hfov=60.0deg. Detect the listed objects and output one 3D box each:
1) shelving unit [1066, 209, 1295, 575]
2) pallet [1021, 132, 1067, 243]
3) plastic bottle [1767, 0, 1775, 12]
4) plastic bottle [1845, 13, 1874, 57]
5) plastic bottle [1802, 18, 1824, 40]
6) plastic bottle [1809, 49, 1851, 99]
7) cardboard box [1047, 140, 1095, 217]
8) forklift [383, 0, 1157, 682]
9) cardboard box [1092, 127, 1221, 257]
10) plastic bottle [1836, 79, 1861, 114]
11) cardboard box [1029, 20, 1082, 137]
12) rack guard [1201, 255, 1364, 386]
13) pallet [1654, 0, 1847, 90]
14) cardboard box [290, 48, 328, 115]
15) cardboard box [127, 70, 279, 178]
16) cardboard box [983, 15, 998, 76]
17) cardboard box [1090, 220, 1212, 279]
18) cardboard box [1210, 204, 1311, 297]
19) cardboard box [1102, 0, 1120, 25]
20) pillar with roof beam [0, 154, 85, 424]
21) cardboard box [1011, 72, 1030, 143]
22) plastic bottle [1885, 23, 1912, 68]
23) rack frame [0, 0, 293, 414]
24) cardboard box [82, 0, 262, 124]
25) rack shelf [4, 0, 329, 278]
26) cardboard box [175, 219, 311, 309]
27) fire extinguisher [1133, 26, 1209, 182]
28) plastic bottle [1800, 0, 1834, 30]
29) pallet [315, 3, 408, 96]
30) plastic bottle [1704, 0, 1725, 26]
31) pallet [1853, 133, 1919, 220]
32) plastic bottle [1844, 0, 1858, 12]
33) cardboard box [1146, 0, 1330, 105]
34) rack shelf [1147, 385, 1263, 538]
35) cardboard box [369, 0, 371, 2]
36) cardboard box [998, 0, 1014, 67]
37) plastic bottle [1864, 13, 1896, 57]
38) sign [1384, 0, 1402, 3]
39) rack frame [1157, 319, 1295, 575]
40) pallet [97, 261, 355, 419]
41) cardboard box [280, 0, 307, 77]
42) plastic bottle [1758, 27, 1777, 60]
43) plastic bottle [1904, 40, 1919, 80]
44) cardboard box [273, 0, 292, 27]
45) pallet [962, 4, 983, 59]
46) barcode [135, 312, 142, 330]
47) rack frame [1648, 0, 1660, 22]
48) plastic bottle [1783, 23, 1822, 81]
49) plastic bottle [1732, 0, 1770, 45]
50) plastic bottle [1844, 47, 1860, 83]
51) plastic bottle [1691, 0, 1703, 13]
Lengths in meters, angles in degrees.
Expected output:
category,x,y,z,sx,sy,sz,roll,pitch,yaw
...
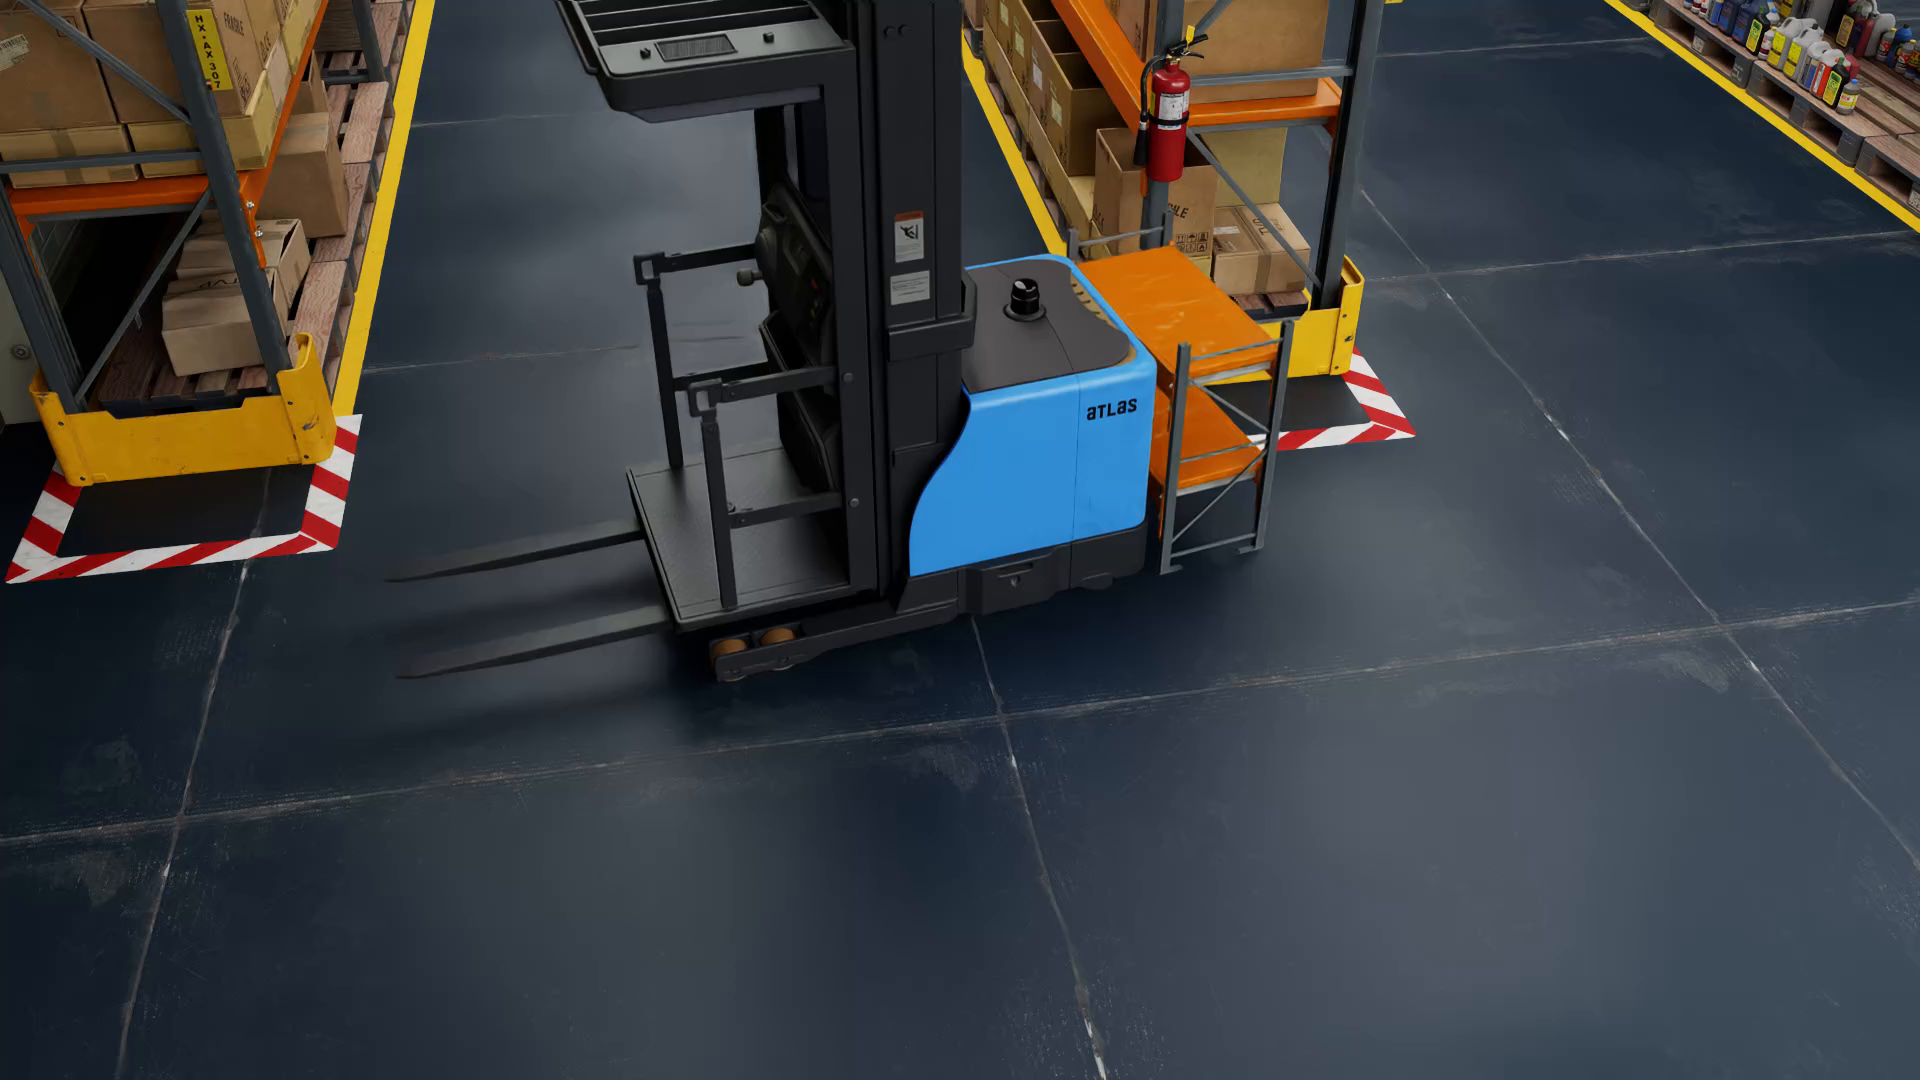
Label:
category,x,y,z,sx,sy,sz,roll,pitch,yaw
shelving unit,0.886,-0.650,7.170,0.538,1.125,1.048,-14,40,-17
pallet,0.975,-2.169,9.870,1.003,0.211,1.213,-6,38,-8
plastic bottle,5.414,-3.513,11.193,0.097,0.271,0.097,0,38,0
plastic bottle,5.944,-3.346,10.967,0.061,0.283,0.133,-6,38,-8
plastic bottle,5.519,-3.250,10.850,0.152,0.276,0.135,-6,38,-8
plastic bottle,5.467,-2.923,10.429,0.152,0.276,0.135,-6,38,-8
cardboard box,0.787,-2.052,9.345,0.500,0.250,0.500,-6,38,-8
forklift,-0.795,-0.969,6.108,3.031,2.935,1.130,-12,39,-15
cardboard box,0.974,-1.745,8.339,0.500,0.500,0.500,-6,38,-8
plastic bottle,5.485,-2.739,10.253,0.097,0.201,0.097,0,38,0
cardboard box,0.698,-2.650,9.504,0.500,0.500,0.500,-6,38,-8
rack guard,1.365,-1.076,8.227,1.175,0.500,0.348,-6,38,-8
pallet,5.614,-3.513,11.599,1.003,0.211,1.213,-6,38,-8
cardboard box,-3.995,-2.522,9.731,0.500,0.500,0.500,-9,39,-11
cardboard box,-3.288,-1.820,7.254,0.500,0.250,0.500,-7,38,-9
cardboard box,0.442,-3.261,10.901,0.500,0.250,0.500,-6,38,-8
cardboard box,0.976,-1.450,8.570,0.500,0.250,0.500,-6,38,-8
cardboard box,1.486,-1.505,8.642,0.500,0.250,0.500,-6,38,-8
cardboard box,1.113,-3.017,8.608,0.700,0.500,0.500,-6,38,-8
pillar with roof beam,-0.252,-4.704,5.970,9.100,9.000,0.400,-6,38,-8
cardboard box,0.608,-2.656,10.122,0.500,0.250,0.500,-6,38,-8
plastic bottle,6.114,-3.223,10.819,0.097,0.271,0.097,0,38,0
rack frame,-3.516,-1.542,6.790,1.000,3.000,0.127,-6,38,-8
cardboard box,-3.303,-2.108,7.013,0.500,0.500,0.500,-6,38,-8
rack shelf,-3.866,-2.466,8.566,1.077,0.370,4.000,-6,38,-8
cardboard box,-3.648,-1.426,8.474,0.500,0.311,0.500,-3,38,-4
fire extinguisher,0.924,-1.926,7.347,0.296,0.674,0.183,-6,38,-8
plastic bottle,5.826,-3.617,11.322,0.152,0.276,0.135,-6,38,-8
pallet,-4.355,-3.327,11.361,1.003,0.211,1.213,-6,38,-8
plastic bottle,5.245,-3.690,11.416,0.152,0.276,0.135,-5,38,-6
pallet,6.041,-2.039,9.702,1.003,0.211,1.213,-6,38,-8
plastic bottle,6.037,-3.557,11.239,0.061,0.283,0.133,-4,38,-5
cardboard box,1.292,-2.400,7.813,0.700,0.500,0.500,-6,38,-8
rack shelf,0.886,-0.457,7.320,0.538,0.278,1.000,-14,40,-17
cardboard box,-4.502,-3.894,11.497,0.700,0.500,0.500,-7,38,-9
cardboard box,0.528,-3.255,10.282,0.500,0.500,0.500,-6,38,-8
plastic bottle,6.048,-3.355,10.984,0.152,0.276,0.135,-6,38,-7
sign,1.908,-2.507,7.261,0.100,0.325,0.005,-6,38,-8
rack frame,1.075,-0.360,6.797,0.500,1.125,0.032,-14,40,-17
pallet,-3.636,-0.982,8.341,1.003,0.211,1.213,-6,38,-8
cardboard box,-3.477,-2.440,8.052,0.500,0.250,0.500,-7,38,-9
plastic bottle,5.329,-3.273,10.940,0.097,0.201,0.097,0,38,0
plastic bottle,6.149,-3.100,10.661,0.097,0.271,0.097,0,38,0
cardboard box,-3.465,-2.720,7.801,0.500,0.500,0.500,-7,38,-9
pallet,0.492,-3.833,12.012,1.003,0.211,1.213,-6,38,-8
barcode,-3.945,-1.053,7.987,0.001,0.075,0.075,-6,38,-8
rack frame,5.537,-5.024,11.272,1.000,3.000,0.127,-6,38,-8
plastic bottle,5.410,-3.136,10.643,0.144,0.351,0.185,-5,38,-6
plastic bottle,5.303,-3.505,11.118,0.144,0.351,0.185,-8,39,-10
plastic bottle,5.572,-2.938,10.442,0.061,0.283,0.133,-6,38,-8
plastic bottle,5.179,-3.792,11.608,0.097,0.201,0.097,0,38,0
